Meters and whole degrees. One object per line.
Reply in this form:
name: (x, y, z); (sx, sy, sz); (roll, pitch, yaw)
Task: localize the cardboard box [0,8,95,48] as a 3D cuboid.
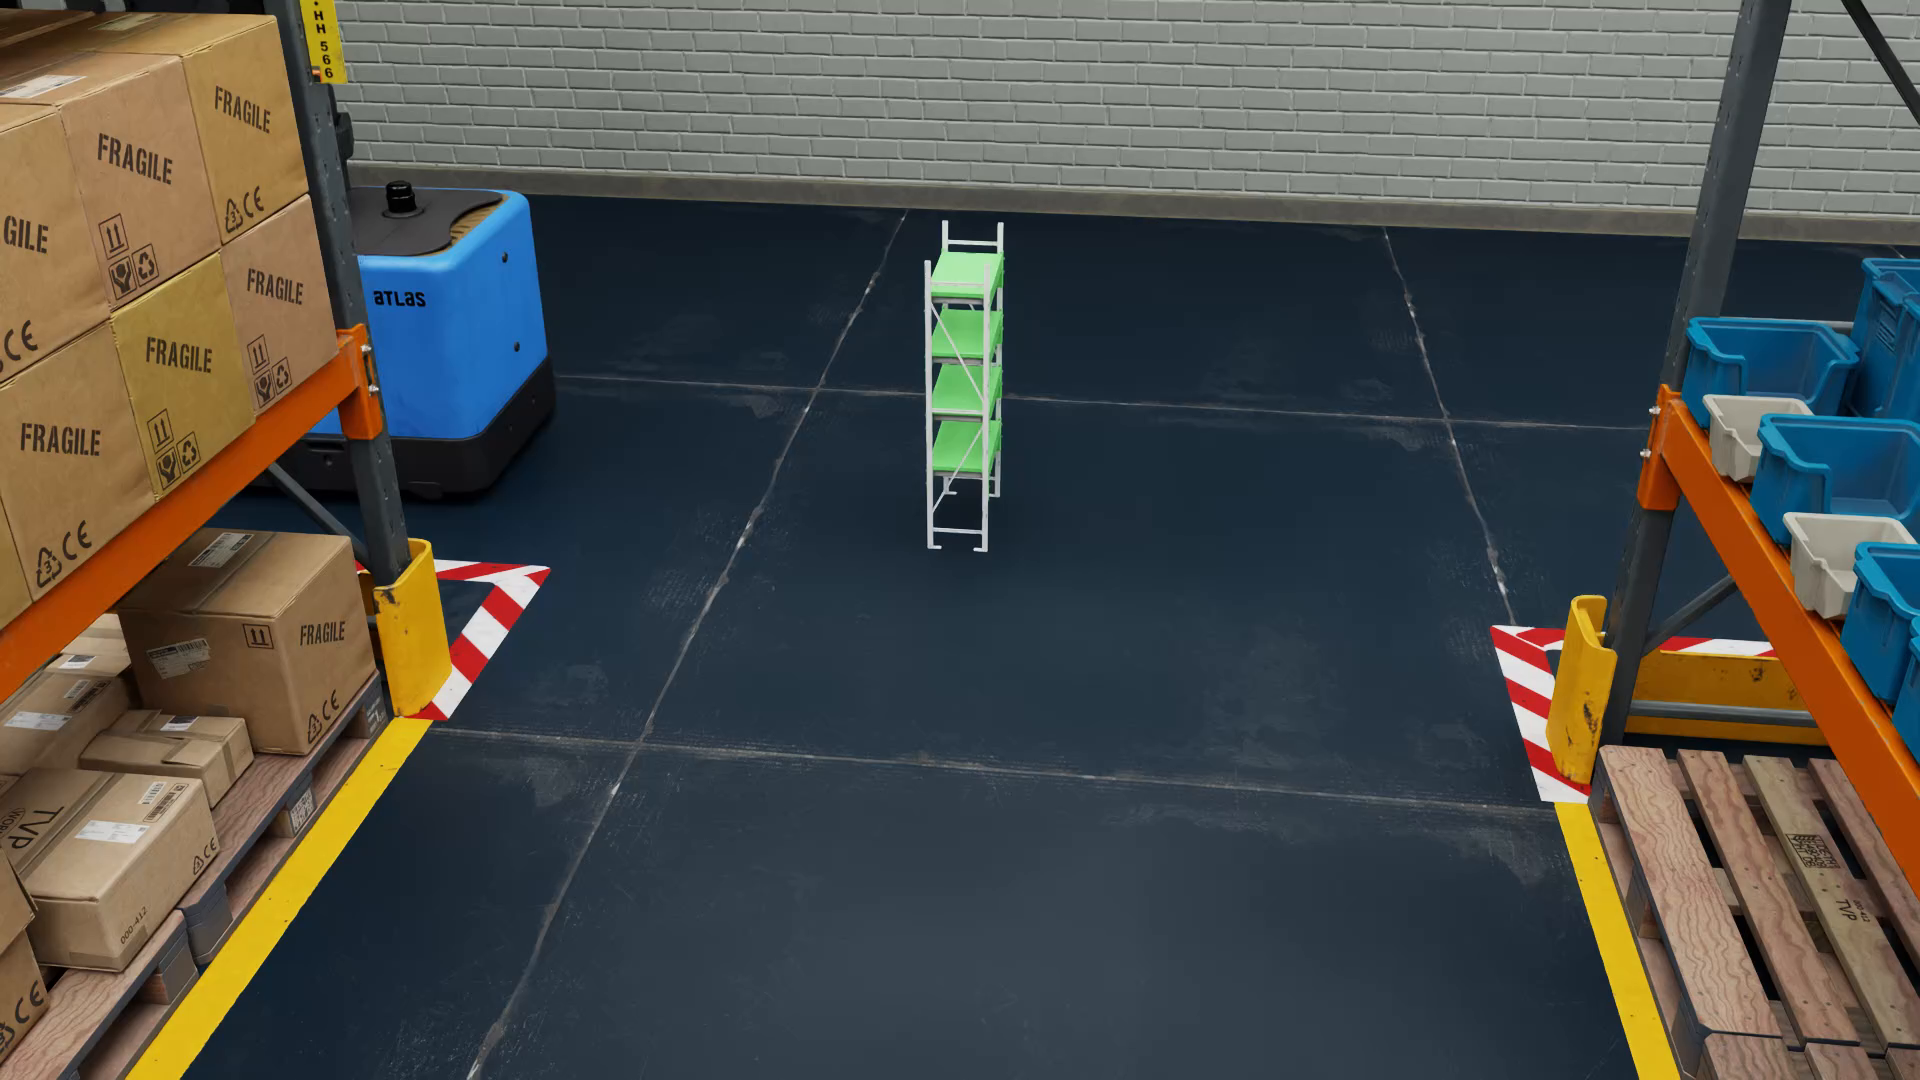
cardboard box: (-2.699, -1.160, 4.580); (0.500, 0.500, 0.500); (4, 29, 8)

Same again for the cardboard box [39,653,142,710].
cardboard box: (-2.806, 0.480, 5.221); (0.380, 0.166, 0.250); (3, 28, 6)

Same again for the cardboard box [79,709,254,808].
cardboard box: (-2.344, 0.640, 4.922); (0.380, 0.166, 0.250); (3, 28, 6)

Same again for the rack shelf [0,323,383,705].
rack shelf: (-2.628, 0.389, 3.623); (1.077, 0.370, 4.000); (3, 28, 6)

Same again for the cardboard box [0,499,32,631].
cardboard box: (-2.356, 0.030, 3.427); (0.500, 0.500, 0.500); (3, 28, 5)

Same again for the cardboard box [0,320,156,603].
cardboard box: (-2.294, -0.207, 3.867); (0.500, 0.500, 0.500); (4, 29, 7)

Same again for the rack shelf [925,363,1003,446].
rack shelf: (0.020, -0.550, 6.640); (0.258, 0.148, 0.480); (3, 28, 6)

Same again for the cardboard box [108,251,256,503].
cardboard box: (-2.227, -0.442, 4.302); (0.500, 0.500, 0.500); (4, 29, 7)

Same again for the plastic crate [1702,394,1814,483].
plastic crate: (2.055, -0.246, 4.259); (0.250, 0.136, 0.298); (3, 28, 6)

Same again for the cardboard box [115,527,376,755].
cardboard box: (-2.205, 0.308, 5.187); (0.500, 0.500, 0.500); (3, 28, 6)

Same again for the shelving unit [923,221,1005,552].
shelving unit: (0.020, -0.606, 6.610); (0.258, 1.200, 0.503); (3, 28, 6)

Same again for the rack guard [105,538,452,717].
rack guard: (-2.392, 0.267, 5.727); (1.175, 0.500, 0.348); (3, 28, 6)

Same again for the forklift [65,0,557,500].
forklift: (-3.442, -1.742, 6.893); (3.031, 2.935, 1.130); (3, 28, 5)

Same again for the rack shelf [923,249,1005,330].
rack shelf: (0.020, -0.972, 6.413); (0.258, 0.148, 0.480); (3, 28, 6)

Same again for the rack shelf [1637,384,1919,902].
rack shelf: (2.288, 0.679, 3.086); (1.077, 0.370, 4.000); (3, 28, 6)

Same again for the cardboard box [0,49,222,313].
cardboard box: (-2.225, -0.890, 4.079); (0.500, 0.500, 0.500); (4, 29, 8)

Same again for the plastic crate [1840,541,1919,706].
plastic crate: (2.015, 0.185, 3.358); (0.416, 0.233, 0.300); (3, 28, 6)

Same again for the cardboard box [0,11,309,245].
cardboard box: (-2.164, -1.128, 4.521); (0.500, 0.500, 0.500); (3, 28, 6)

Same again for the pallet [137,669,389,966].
pallet: (-2.489, 0.770, 5.099); (1.003, 0.211, 1.213); (3, 28, 6)

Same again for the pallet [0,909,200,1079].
pallet: (-2.641, 1.343, 4.036); (1.003, 0.211, 1.213); (3, 28, 6)

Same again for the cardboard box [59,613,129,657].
cardboard box: (-2.775, 0.370, 5.443); (0.380, 0.149, 0.250); (3, 28, 6)

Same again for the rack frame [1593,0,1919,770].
rack frame: (2.533, -0.579, 4.663); (1.000, 3.000, 0.127); (3, 28, 6)

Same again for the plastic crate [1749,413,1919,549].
plastic crate: (2.095, -0.125, 3.933); (0.416, 0.233, 0.300); (3, 28, 6)

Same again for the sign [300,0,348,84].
sign: (-1.834, -1.476, 4.773); (0.100, 0.325, 0.005); (3, 28, 6)

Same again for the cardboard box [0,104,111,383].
cardboard box: (-2.284, -0.645, 3.626); (0.500, 0.500, 0.500); (4, 29, 8)

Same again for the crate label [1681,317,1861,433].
crate label: (2.176, -0.435, 4.508); (0.416, 0.233, 0.303); (3, 28, 6)

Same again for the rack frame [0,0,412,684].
rack frame: (-2.383, -0.869, 5.200); (1.000, 3.000, 0.127); (3, 28, 6)

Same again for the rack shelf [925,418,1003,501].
rack shelf: (0.020, -0.339, 6.754); (0.258, 0.148, 0.480); (3, 28, 6)

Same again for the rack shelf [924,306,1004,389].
rack shelf: (0.020, -0.761, 6.527); (0.258, 0.148, 0.480); (3, 28, 6)

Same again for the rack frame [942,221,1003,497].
rack frame: (0.050, -0.721, 6.823); (0.240, 1.200, 0.015); (3, 28, 6)

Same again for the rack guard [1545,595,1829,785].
rack guard: (2.523, 0.509, 5.278); (1.175, 0.500, 0.348); (3, 28, 6)

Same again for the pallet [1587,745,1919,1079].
pallet: (2.393, 1.034, 4.608); (1.003, 0.211, 1.213); (3, 28, 6)

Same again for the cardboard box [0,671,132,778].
cardboard box: (-2.792, 0.623, 4.867); (0.500, 0.250, 0.500); (3, 28, 6)

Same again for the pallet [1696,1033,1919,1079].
pallet: (2.241, 1.607, 3.545); (1.003, 0.211, 1.213); (3, 28, 6)

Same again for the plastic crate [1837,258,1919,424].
plastic crate: (2.677, -0.453, 4.327); (0.616, 0.435, 0.499); (3, 28, 6)

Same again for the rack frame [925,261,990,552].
rack frame: (-0.010, -0.491, 6.397); (0.240, 1.200, 0.015); (3, 28, 6)

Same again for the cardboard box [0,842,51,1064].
cardboard box: (-2.648, 1.035, 3.835); (0.797, 0.503, 0.637); (3, 28, 6)

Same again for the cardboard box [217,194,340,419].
cardboard box: (-2.167, -0.686, 4.756); (0.500, 0.500, 0.500); (4, 29, 8)

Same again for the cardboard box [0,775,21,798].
cardboard box: (-2.853, 0.858, 4.430); (0.500, 0.250, 0.500); (3, 28, 6)

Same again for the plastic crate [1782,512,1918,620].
plastic crate: (1.971, 0.073, 3.667); (0.250, 0.136, 0.298); (3, 28, 6)

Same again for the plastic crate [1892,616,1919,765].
plastic crate: (1.978, 0.326, 3.095); (0.416, 0.233, 0.300); (3, 28, 6)

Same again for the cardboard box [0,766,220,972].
cardboard box: (-2.351, 0.864, 4.420); (0.500, 0.250, 0.500); (3, 28, 6)
